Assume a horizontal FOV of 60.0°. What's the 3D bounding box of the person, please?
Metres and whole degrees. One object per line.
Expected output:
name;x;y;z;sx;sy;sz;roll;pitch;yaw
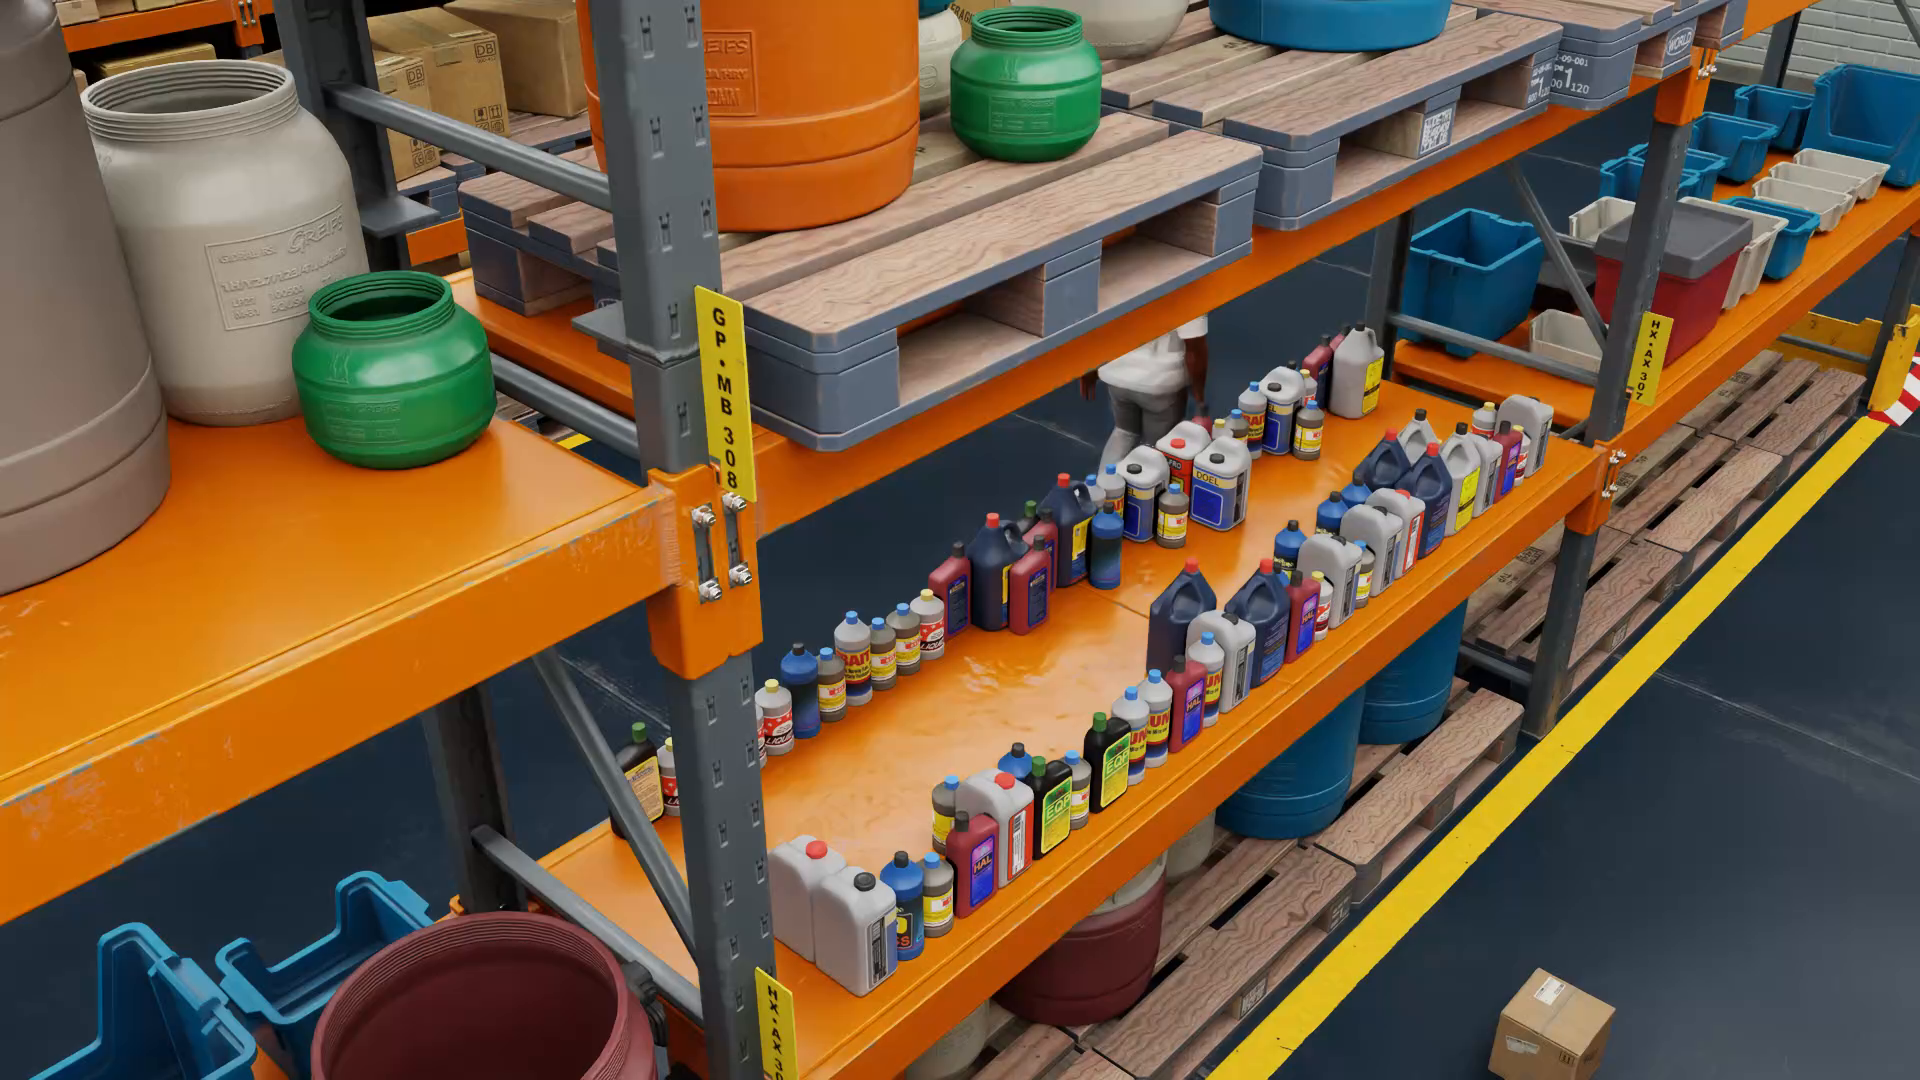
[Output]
person;0.797;-0.704;7.219;0.598;1.757;0.499;21;37;30
